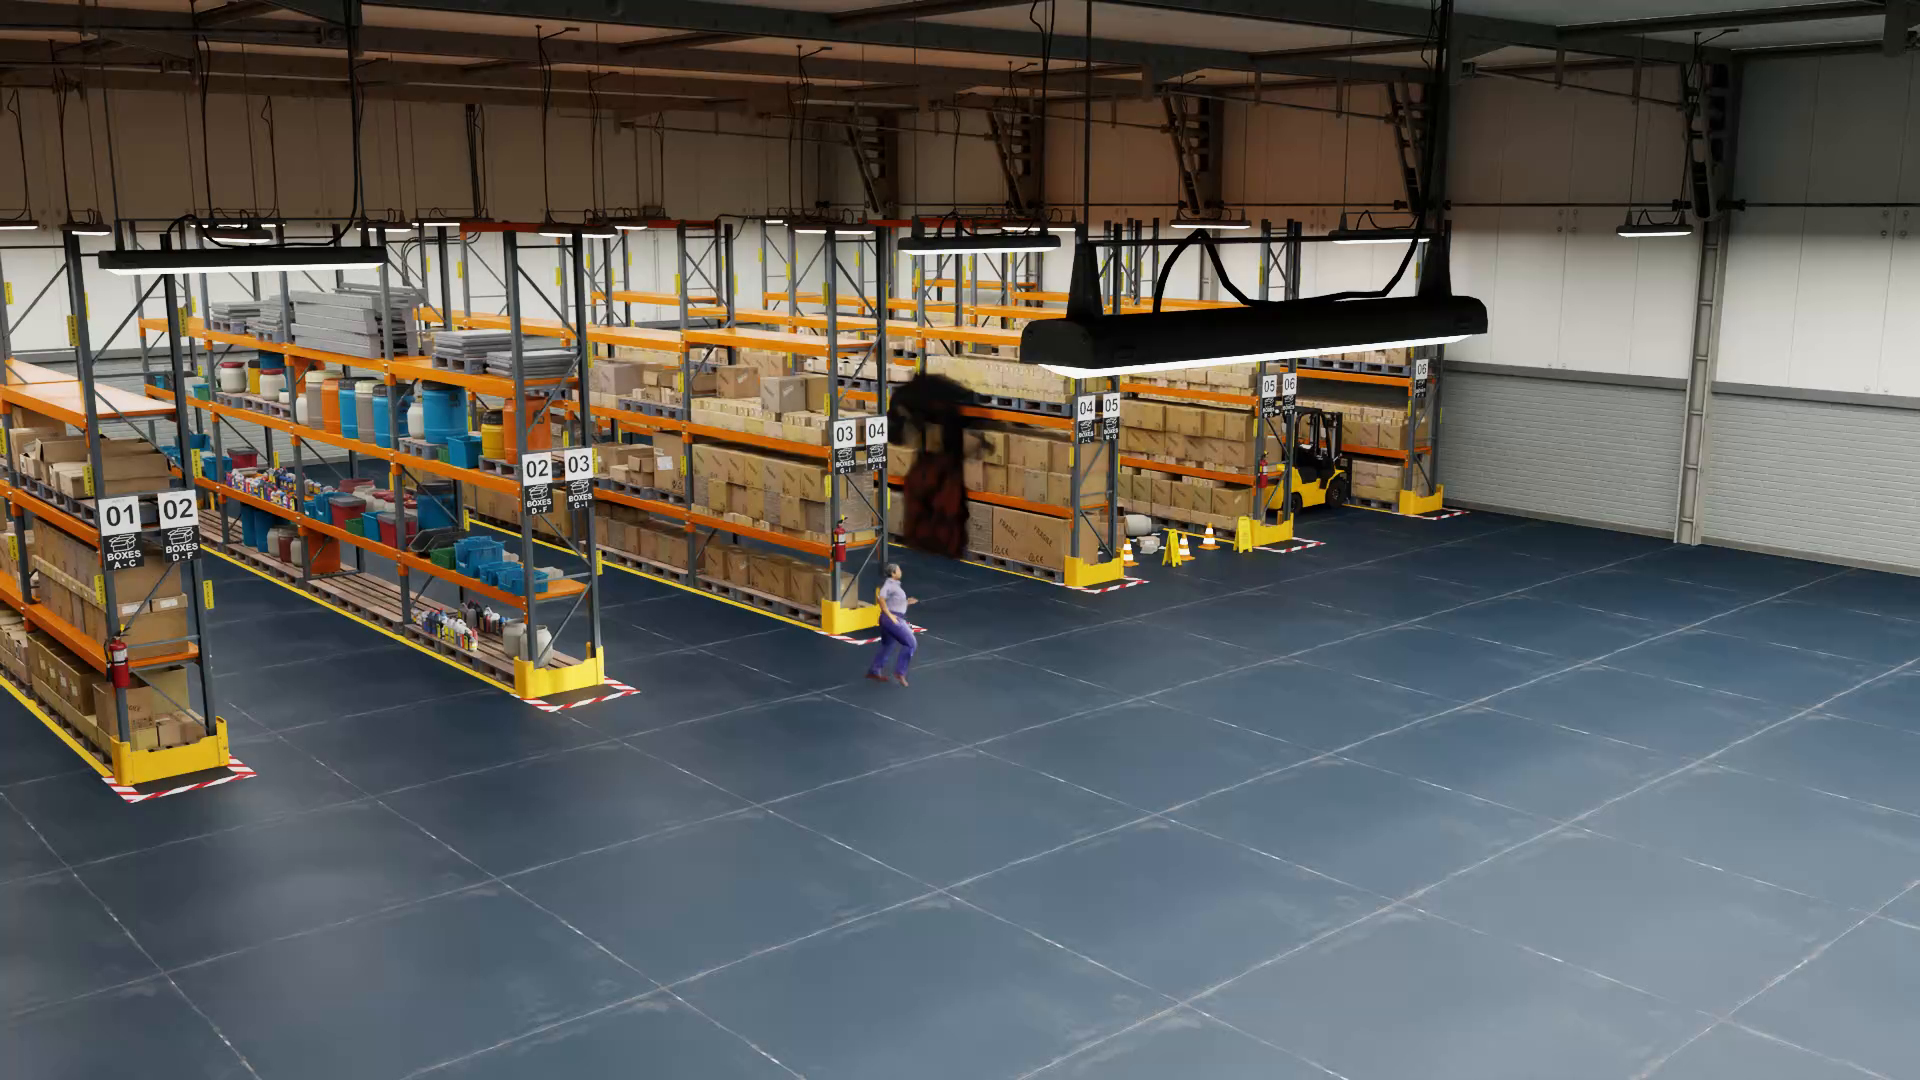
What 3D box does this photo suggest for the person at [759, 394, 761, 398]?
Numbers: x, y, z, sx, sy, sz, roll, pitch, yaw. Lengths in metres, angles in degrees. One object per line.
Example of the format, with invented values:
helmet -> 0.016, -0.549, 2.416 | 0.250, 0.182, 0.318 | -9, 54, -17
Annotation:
person -> -5.258, -3.356, 44.450 | 0.575, 1.602, 0.540 | 11, 15, 42

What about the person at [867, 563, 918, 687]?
person -> -0.890, 1.136, 22.178 | 0.721, 1.693, 0.581 | -3, 12, -14

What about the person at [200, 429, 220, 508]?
person -> -15.735, -1.481, 34.962 | 0.570, 1.727, 0.709 | -7, 14, -33
